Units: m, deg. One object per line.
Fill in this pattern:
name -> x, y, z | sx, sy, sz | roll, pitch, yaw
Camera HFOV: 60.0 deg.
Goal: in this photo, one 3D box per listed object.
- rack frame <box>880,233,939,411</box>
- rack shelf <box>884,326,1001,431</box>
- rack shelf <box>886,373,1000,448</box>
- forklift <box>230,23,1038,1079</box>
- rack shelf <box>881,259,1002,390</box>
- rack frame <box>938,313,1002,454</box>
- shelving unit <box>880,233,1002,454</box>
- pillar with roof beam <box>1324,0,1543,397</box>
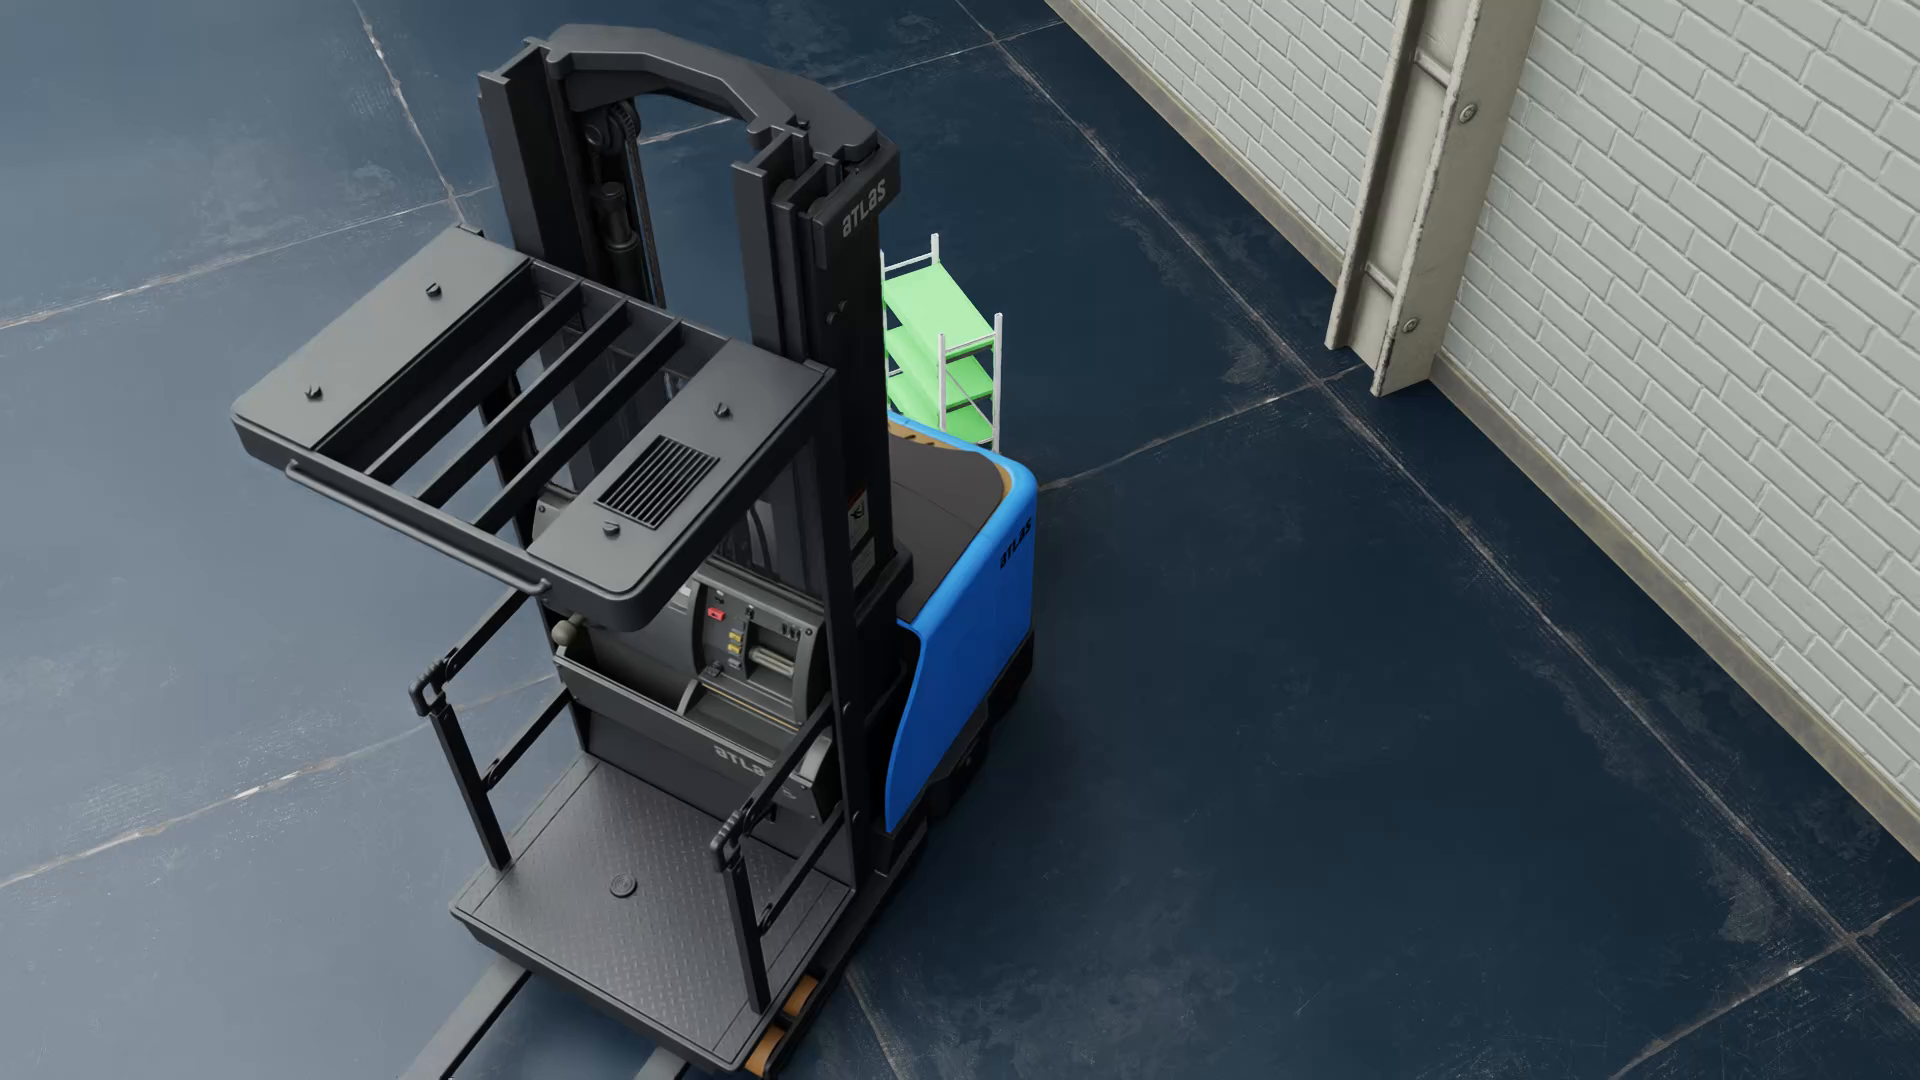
rack frame -> -0.187, -0.669, 6.431 | 0.240, 1.200, 0.015 | -21, 52, -18
rack shelf -> -0.076, -0.622, 6.155 | 0.258, 0.148, 0.480 | -21, 52, -18
rack shelf -> -0.076, -0.464, 6.336 | 0.258, 0.148, 0.480 | -21, 52, -18
forklift -> -0.893, 0.302, 4.431 | 1.130, 2.935, 3.031 | 23, 53, 19
rack shelf -> -0.076, -0.780, 5.975 | 0.258, 0.148, 0.480 | -21, 52, -18
rack frame -> 0.036, -0.342, 6.145 | 0.240, 1.200, 0.015 | -21, 52, -18
shelving unit -> -0.076, -0.506, 6.288 | 0.258, 1.200, 0.503 | -21, 52, -18
pillar with roof beam -> -1.980, -2.279, 2.658 | 9.100, 9.000, 0.400 | -21, 52, -18
